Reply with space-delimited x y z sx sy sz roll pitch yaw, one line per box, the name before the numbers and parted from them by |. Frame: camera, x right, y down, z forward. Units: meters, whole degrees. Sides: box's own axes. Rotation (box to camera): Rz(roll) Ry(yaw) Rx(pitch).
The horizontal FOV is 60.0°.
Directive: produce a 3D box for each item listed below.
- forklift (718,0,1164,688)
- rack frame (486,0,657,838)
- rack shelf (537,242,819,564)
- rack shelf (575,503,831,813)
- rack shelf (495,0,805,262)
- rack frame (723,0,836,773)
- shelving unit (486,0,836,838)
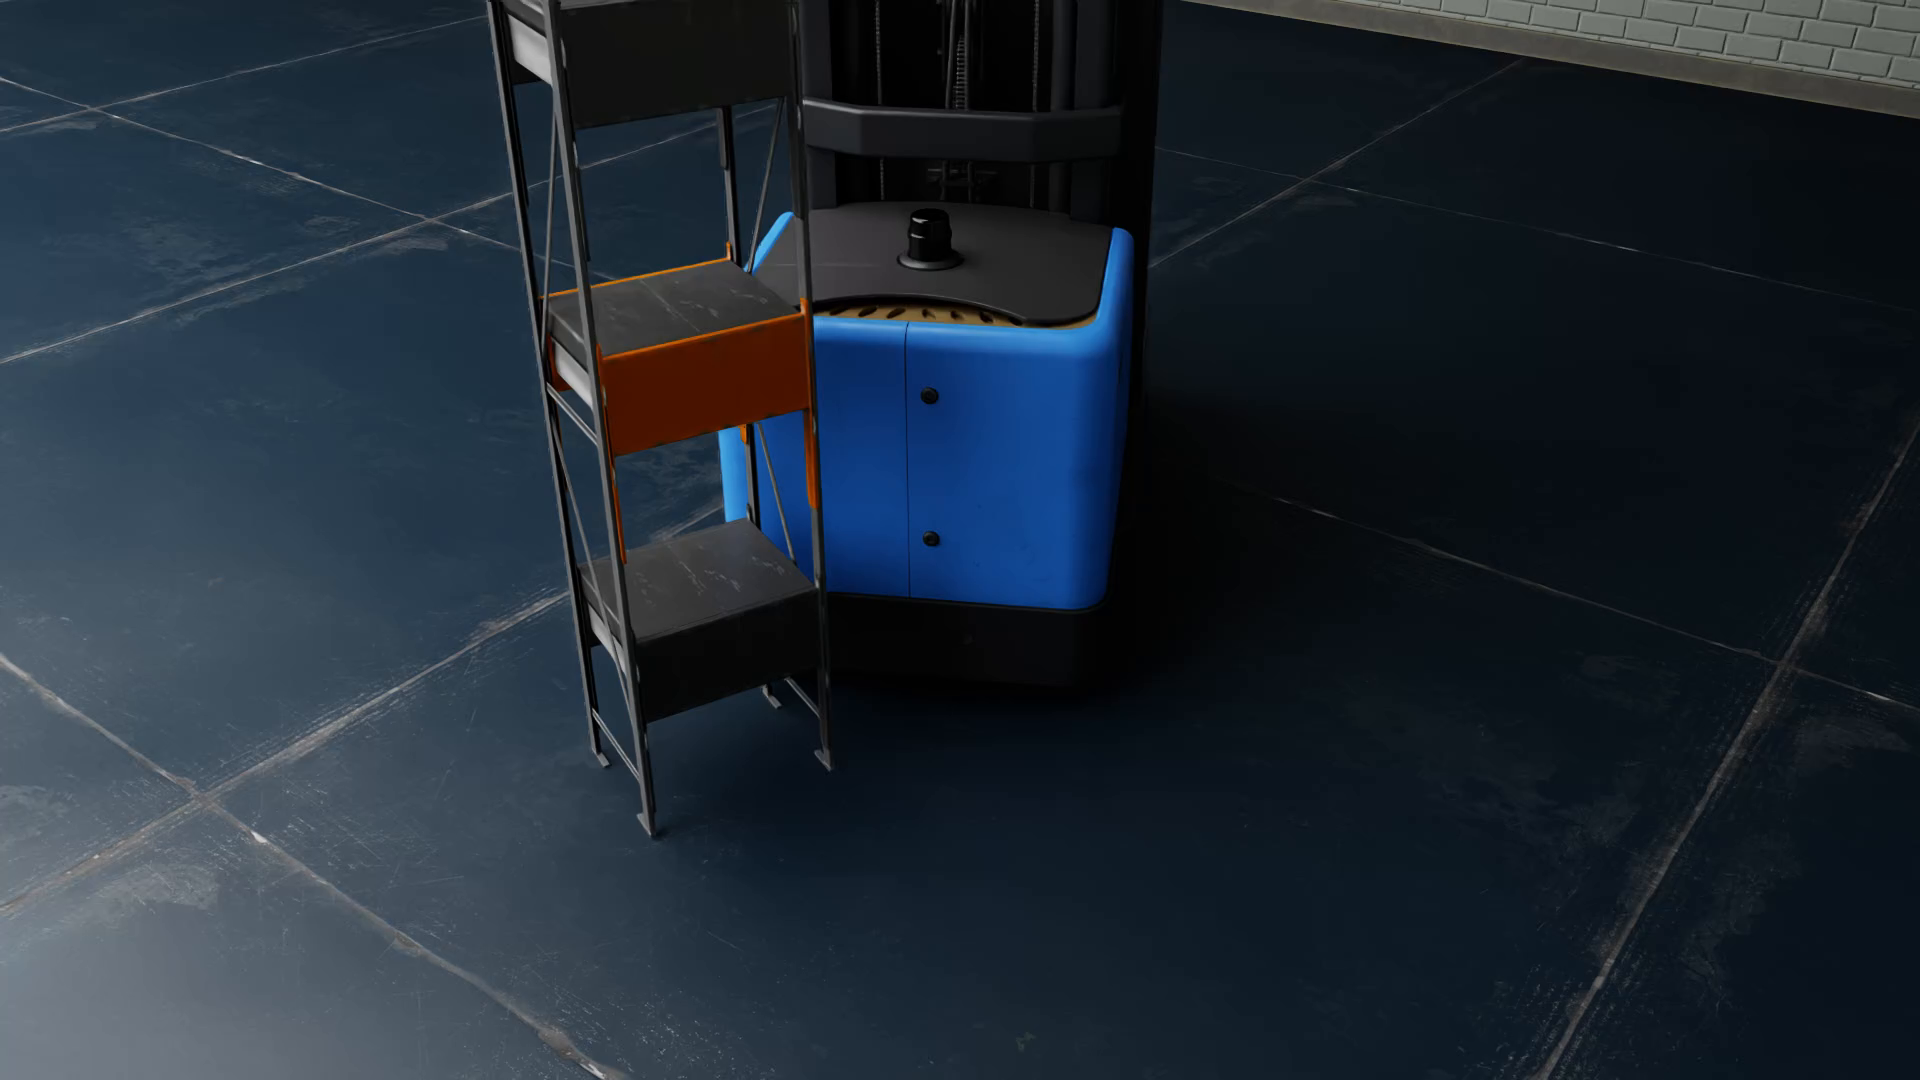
forklift | 0.078 -1.598 5.072 1.130 2.935 3.031 4 31 7
rack frame | -0.846 -0.269 3.645 0.015 2.100 0.400 -17 35 -26
rack shelf | -0.637 -0.322 3.760 0.480 0.518 0.431 -17 35 -26
rack shelf | -0.637 0.280 4.117 0.480 0.518 0.431 -17 35 -26
rack shelf | -0.637 -0.924 3.403 0.480 0.518 0.431 -17 35 -26
rack frame | -0.428 -0.398 3.862 0.015 2.100 0.400 -17 35 -26
shelving unit | -0.637 -0.334 3.753 0.503 2.100 0.431 -17 35 -26
